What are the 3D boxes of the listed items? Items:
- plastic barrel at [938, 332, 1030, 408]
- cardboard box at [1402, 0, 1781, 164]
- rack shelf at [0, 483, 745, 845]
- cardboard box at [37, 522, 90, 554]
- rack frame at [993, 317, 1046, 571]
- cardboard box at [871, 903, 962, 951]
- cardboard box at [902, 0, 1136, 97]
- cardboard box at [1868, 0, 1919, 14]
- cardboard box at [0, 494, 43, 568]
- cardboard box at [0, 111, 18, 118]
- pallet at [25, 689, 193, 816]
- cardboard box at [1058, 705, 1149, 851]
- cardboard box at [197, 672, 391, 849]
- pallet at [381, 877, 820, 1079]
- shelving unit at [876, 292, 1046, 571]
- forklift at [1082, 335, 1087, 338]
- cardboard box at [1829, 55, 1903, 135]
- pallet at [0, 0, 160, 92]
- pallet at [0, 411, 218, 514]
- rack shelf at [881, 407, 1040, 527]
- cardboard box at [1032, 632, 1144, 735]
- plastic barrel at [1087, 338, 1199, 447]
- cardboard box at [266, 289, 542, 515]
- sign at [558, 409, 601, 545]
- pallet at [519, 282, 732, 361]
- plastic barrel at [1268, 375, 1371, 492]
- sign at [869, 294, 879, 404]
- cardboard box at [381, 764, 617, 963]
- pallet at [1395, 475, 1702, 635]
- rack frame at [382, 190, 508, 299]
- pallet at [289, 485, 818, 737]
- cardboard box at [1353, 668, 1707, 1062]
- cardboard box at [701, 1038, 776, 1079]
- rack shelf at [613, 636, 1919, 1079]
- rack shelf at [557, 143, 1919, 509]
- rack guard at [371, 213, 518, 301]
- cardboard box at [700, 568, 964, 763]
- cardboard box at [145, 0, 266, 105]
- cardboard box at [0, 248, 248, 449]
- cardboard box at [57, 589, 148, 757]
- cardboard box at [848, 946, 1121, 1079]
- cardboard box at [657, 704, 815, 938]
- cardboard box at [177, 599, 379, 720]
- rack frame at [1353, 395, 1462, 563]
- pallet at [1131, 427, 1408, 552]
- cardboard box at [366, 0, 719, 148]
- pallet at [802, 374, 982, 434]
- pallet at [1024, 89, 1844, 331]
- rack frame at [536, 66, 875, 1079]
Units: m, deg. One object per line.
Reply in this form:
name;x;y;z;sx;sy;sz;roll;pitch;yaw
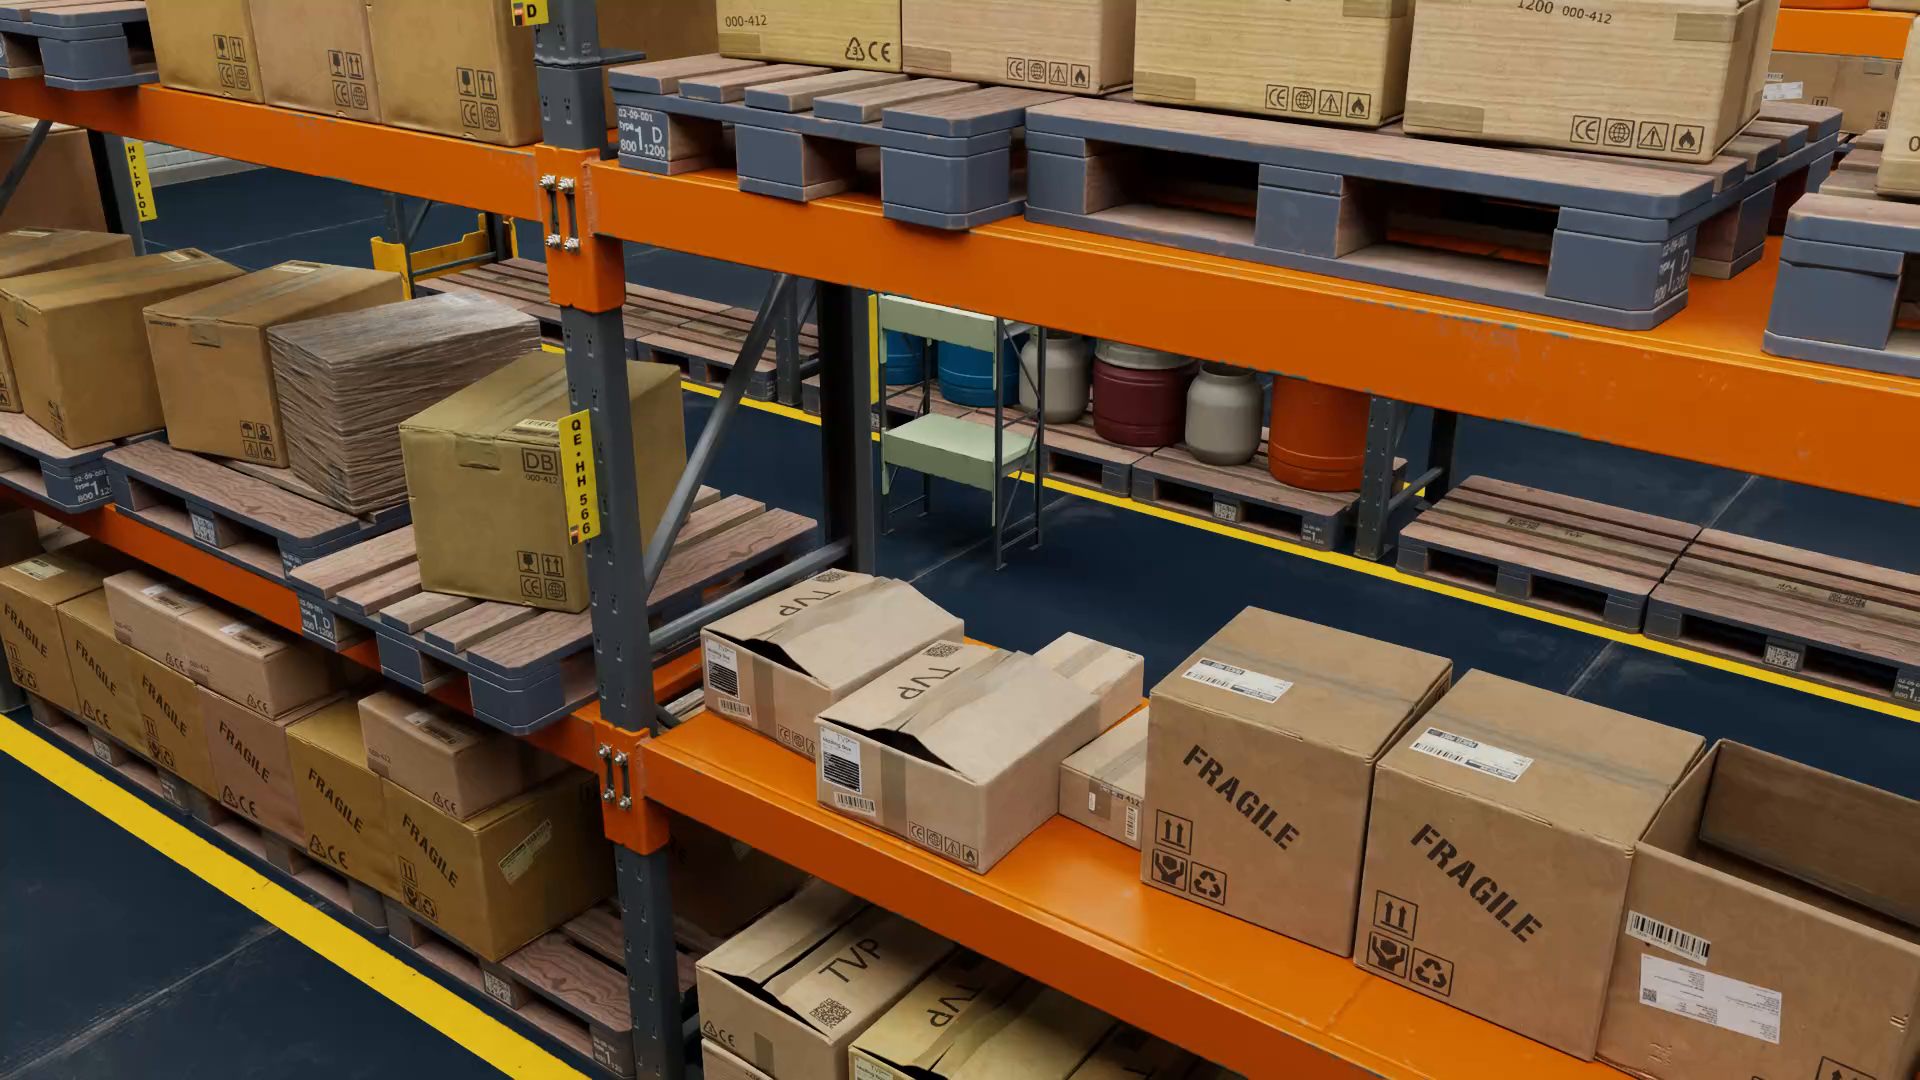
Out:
plastic barrel;0.163;-1.323;10.114;0.708;0.901;0.600;17;29;33
cardboard box;1.105;-0.846;2.895;0.500;0.250;0.500;14;27;29
rack shelf;-2.203;0.011;5.898;4.000;0.370;1.077;17;29;33
cardboard box;-4.009;0.056;7.692;0.500;0.311;0.500;17;29;33
rack frame;0.298;-0.596;8.243;0.023;1.500;0.400;17;29;33
cardboard box;-0.035;1.022;4.904;0.500;0.311;0.500;18;29;35
cardboard box;0.225;-1.119;3.513;0.500;0.250;0.500;18;29;35
cardboard box;1.659;-0.999;2.312;0.500;0.500;0.500;20;31;38
cardboard box;-4.429;0.094;7.371;0.500;0.500;0.500;17;29;33
cardboard box;-4.424;-1.635;7.376;0.500;0.500;0.500;16;28;32
pallet;-3.129;0.659;6.994;1.213;0.211;1.003;17;29;33
cardboard box;0.452;0.570;4.047;0.250;0.149;0.380;19;30;37
cardboard box;-2.329;0.707;5.979;0.500;0.500;0.500;16;28;31
pallet;-1.177;1.249;5.655;1.213;0.211;1.003;17;29;33
shelving unit;0.005;-0.685;8.444;0.755;1.500;0.431;17;29;33
forklift;0.824;-2.991;11.904;3.031;2.935;1.130;-19;30;-36
cardboard box;6.305;-3.048;11.302;0.700;0.500;0.500;-22;32;-40
pallet;-2.491;-1.659;5.307;1.003;0.211;1.213;17;29;33
pallet;-3.229;-0.486;6.370;1.213;0.211;1.003;17;29;33
rack shelf;0.005;-0.386;8.575;0.720;0.370;0.431;17;29;33
cardboard box;0.283;0.408;4.414;0.250;0.149;0.380;17;29;33
plastic barrel;1.066;-0.907;9.557;0.708;0.588;0.600;17;29;33
cardboard box;-1.791;-0.471;5.455;0.700;0.500;0.500;-20;31;-38
sign;-0.920;-0.151;4.035;0.005;0.325;0.100;17;29;33
pallet;-2.421;-1.583;12.082;1.213;0.211;1.003;17;29;33
plastic barrel;1.970;-0.744;8.889;0.708;0.830;0.600;17;29;33
sign;-0.272;-0.545;4.830;0.005;0.325;0.100;17;29;33
cardboard box;-1.491;0.957;5.412;0.500;0.500;0.500;18;30;35
pallet;2.968;0.044;8.389;1.213;0.211;1.003;17;29;33
rack frame;-4.030;-3.367;12.671;0.127;3.000;1.000;17;29;33
pallet;-1.187;0.112;5.014;1.003;0.211;1.213;17;29;33
cardboard box;1.171;0.647;3.437;0.500;0.500;0.500;17;29;33
cardboard box;-0.359;1.453;4.622;0.500;0.250;0.500;17;29;33
rack shelf;0.998;0.978;3.702;4.000;0.370;1.077;17;29;33
rack shelf;0.998;-0.395;3.098;4.000;0.370;1.077;17;29;33
rack guard;-4.057;-2.224;13.178;0.348;0.500;1.175;17;29;33
cardboard box;-0.337;0.308;4.441;0.500;0.311;0.500;19;30;36
cardboard box;-1.796;-1.597;4.810;0.500;0.500;0.910;17;29;33
cardboard box;-2.970;-0.707;5.991;0.700;0.500;0.500;-21;31;-39
cardboard box;-3.129;0.461;6.537;0.500;0.500;0.500;17;29;34
cardboard box;0.066;1.320;4.227;0.500;0.311;0.500;16;28;32
cardboard box;-0.795;0.905;5.529;0.500;0.500;0.500;18;30;35
cardboard box;-2.360;0.356;5.847;0.500;0.250;0.500;16;29;32
rack frame;2.372;-1.432;8.280;0.127;3.000;1.000;17;29;33
pallet;1.716;-0.333;9.244;1.213;0.211;1.003;17;29;33
cardboard box;-0.971;-1.348;4.245;0.500;0.500;0.910;17;29;33
pallet;-0.237;-0.923;10.584;1.213;0.211;1.003;17;29;33
pallet;0.891;-0.716;3.170;1.213;0.211;1.003;18;30;36
rack frame;-0.602;0.165;4.655;0.127;3.000;1.000;17;29;33
